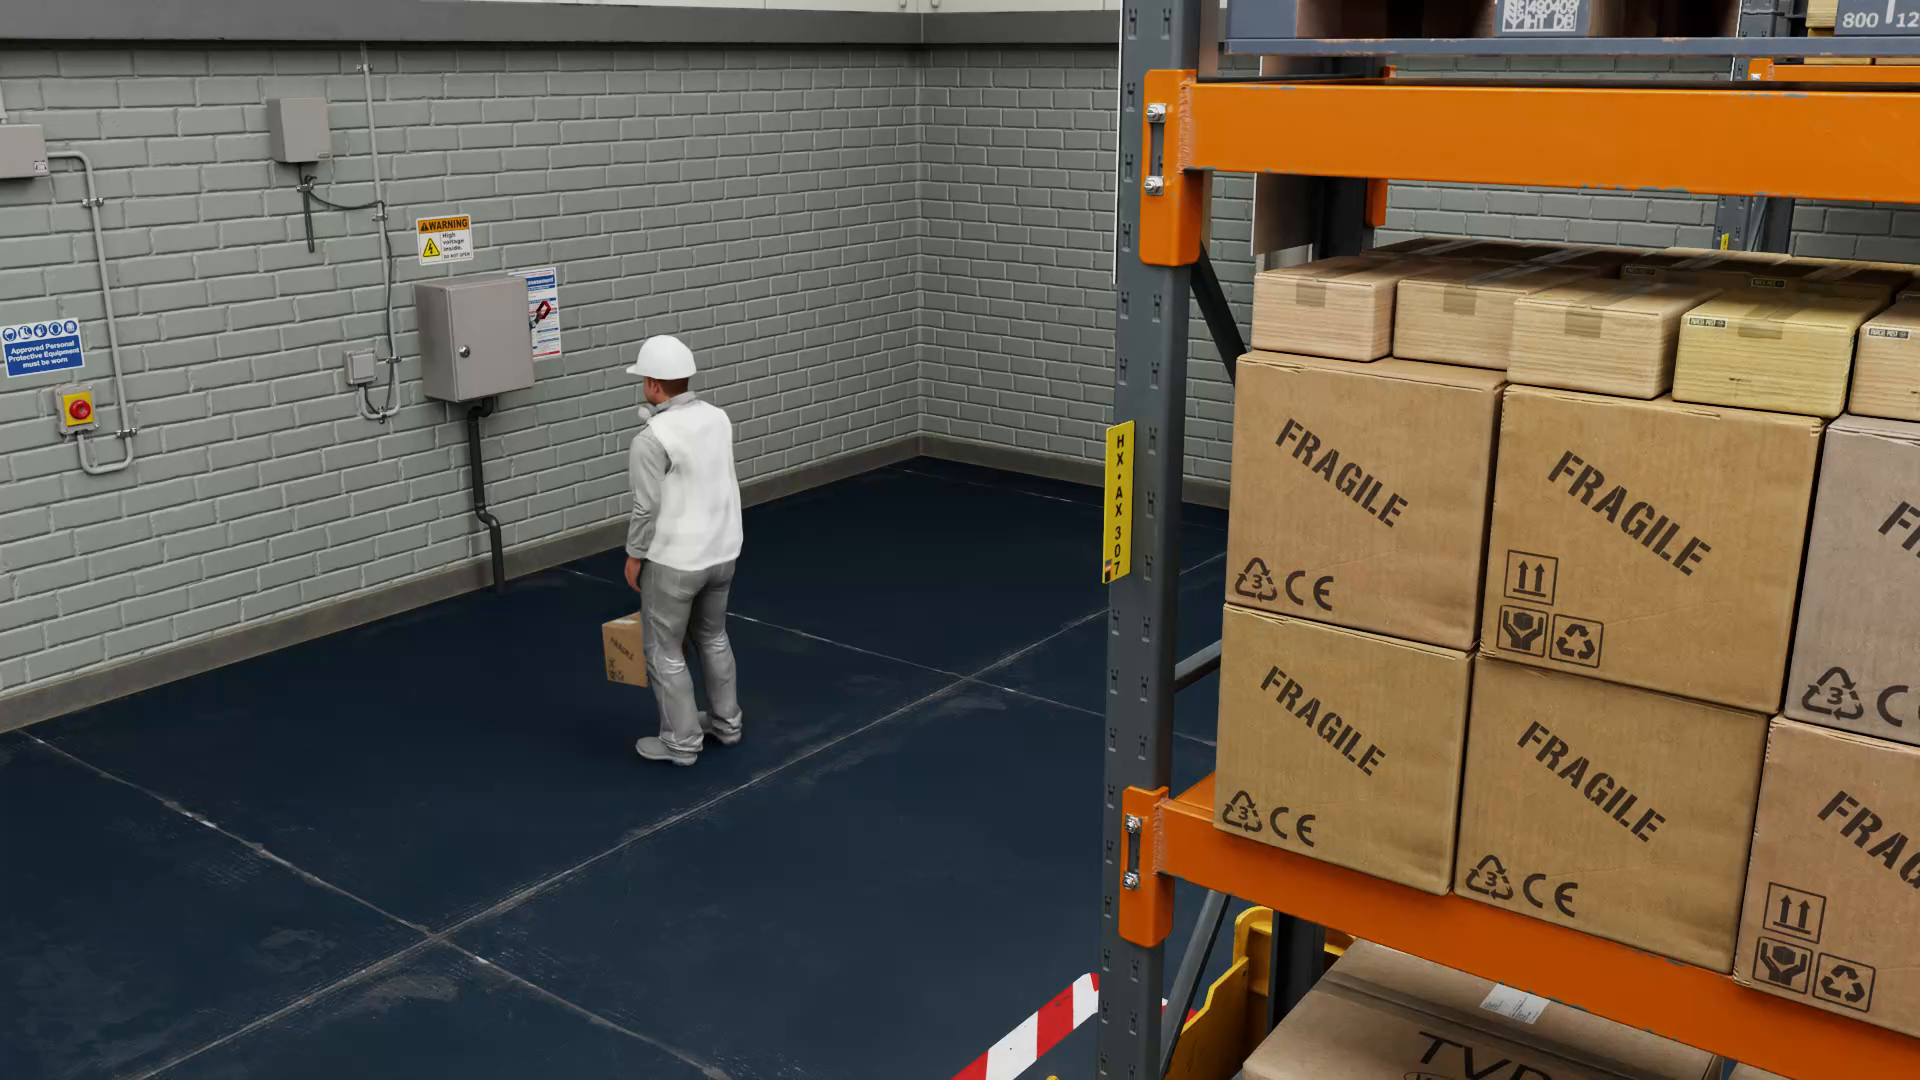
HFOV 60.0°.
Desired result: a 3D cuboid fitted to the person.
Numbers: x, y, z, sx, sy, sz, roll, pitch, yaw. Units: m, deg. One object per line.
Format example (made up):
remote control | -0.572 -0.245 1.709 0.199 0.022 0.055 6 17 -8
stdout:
person | -1.129 0.045 6.832 0.439 1.775 0.563 11 20 33
